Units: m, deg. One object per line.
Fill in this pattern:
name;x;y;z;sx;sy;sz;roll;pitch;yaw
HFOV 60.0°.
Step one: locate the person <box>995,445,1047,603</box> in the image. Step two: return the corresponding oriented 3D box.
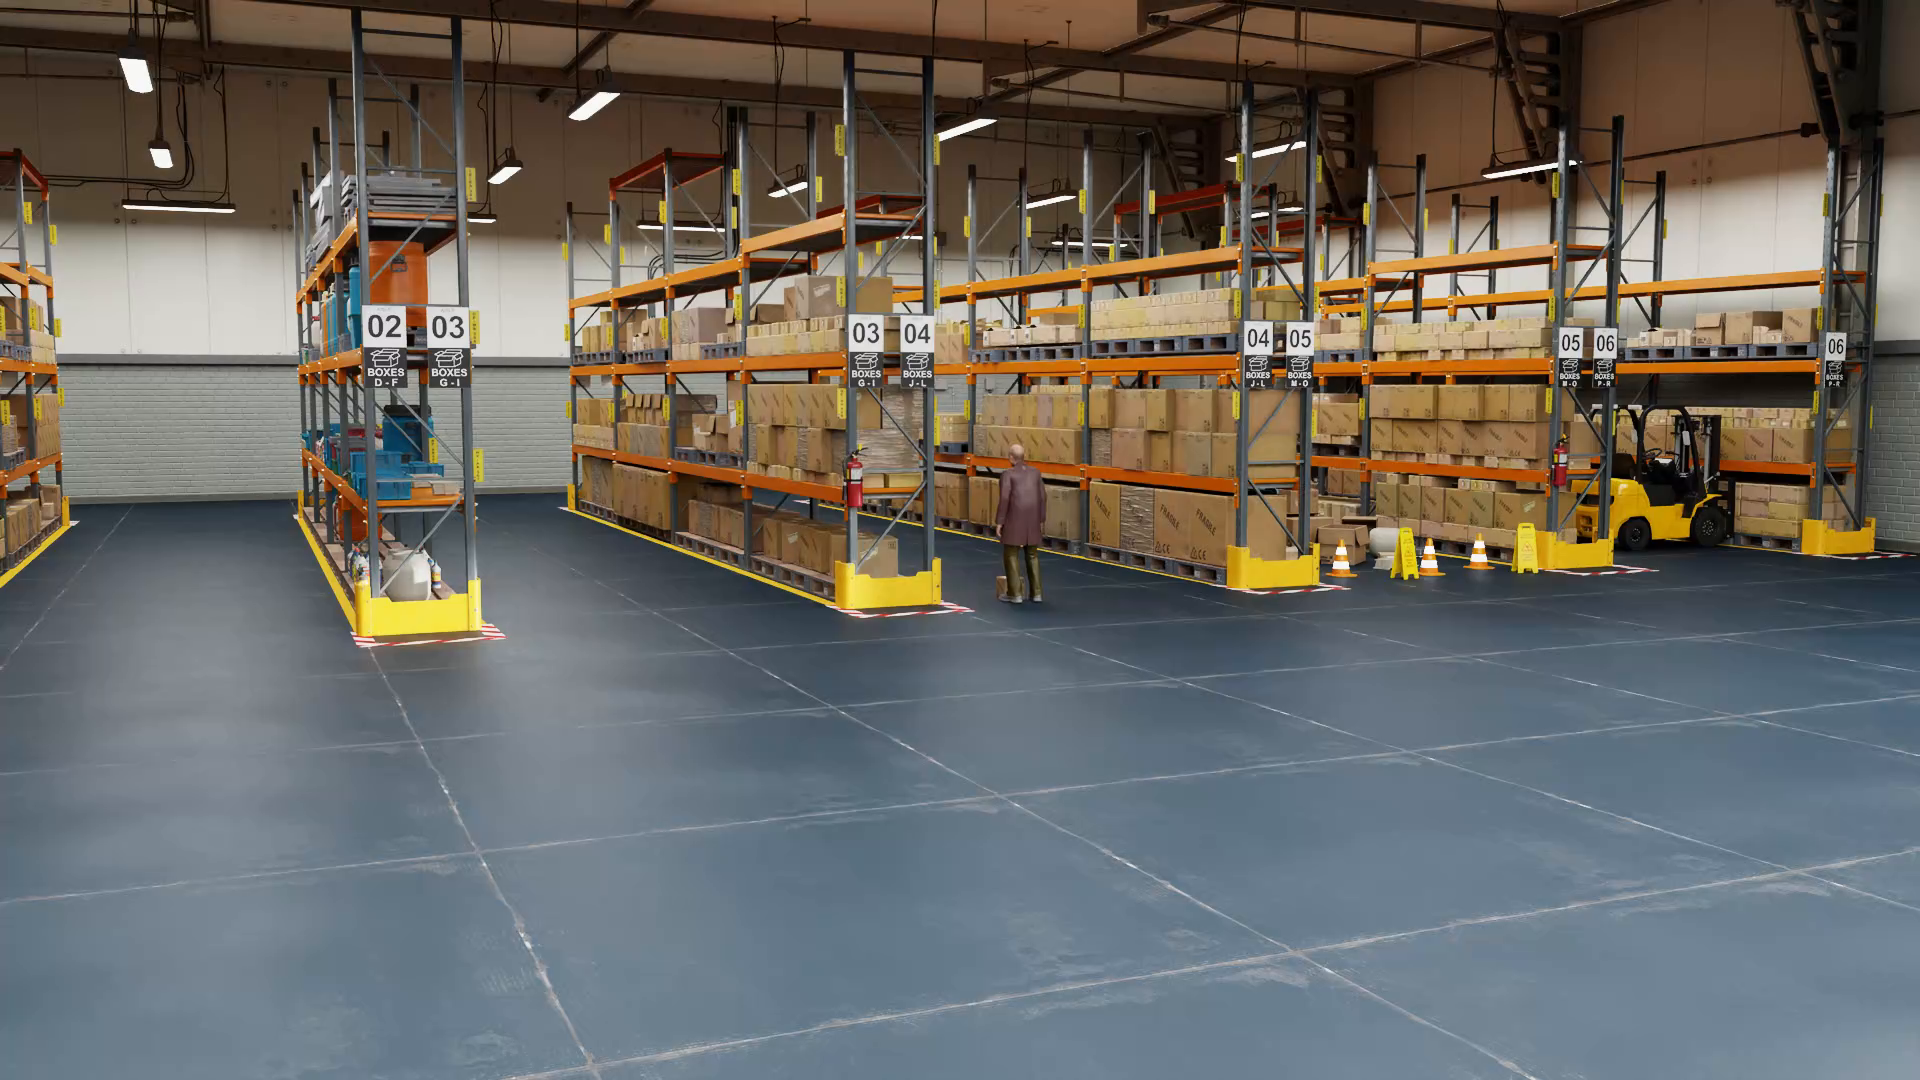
person;0.677;-0.186;18.724;0.648;1.772;0.429;-3;6;-28
